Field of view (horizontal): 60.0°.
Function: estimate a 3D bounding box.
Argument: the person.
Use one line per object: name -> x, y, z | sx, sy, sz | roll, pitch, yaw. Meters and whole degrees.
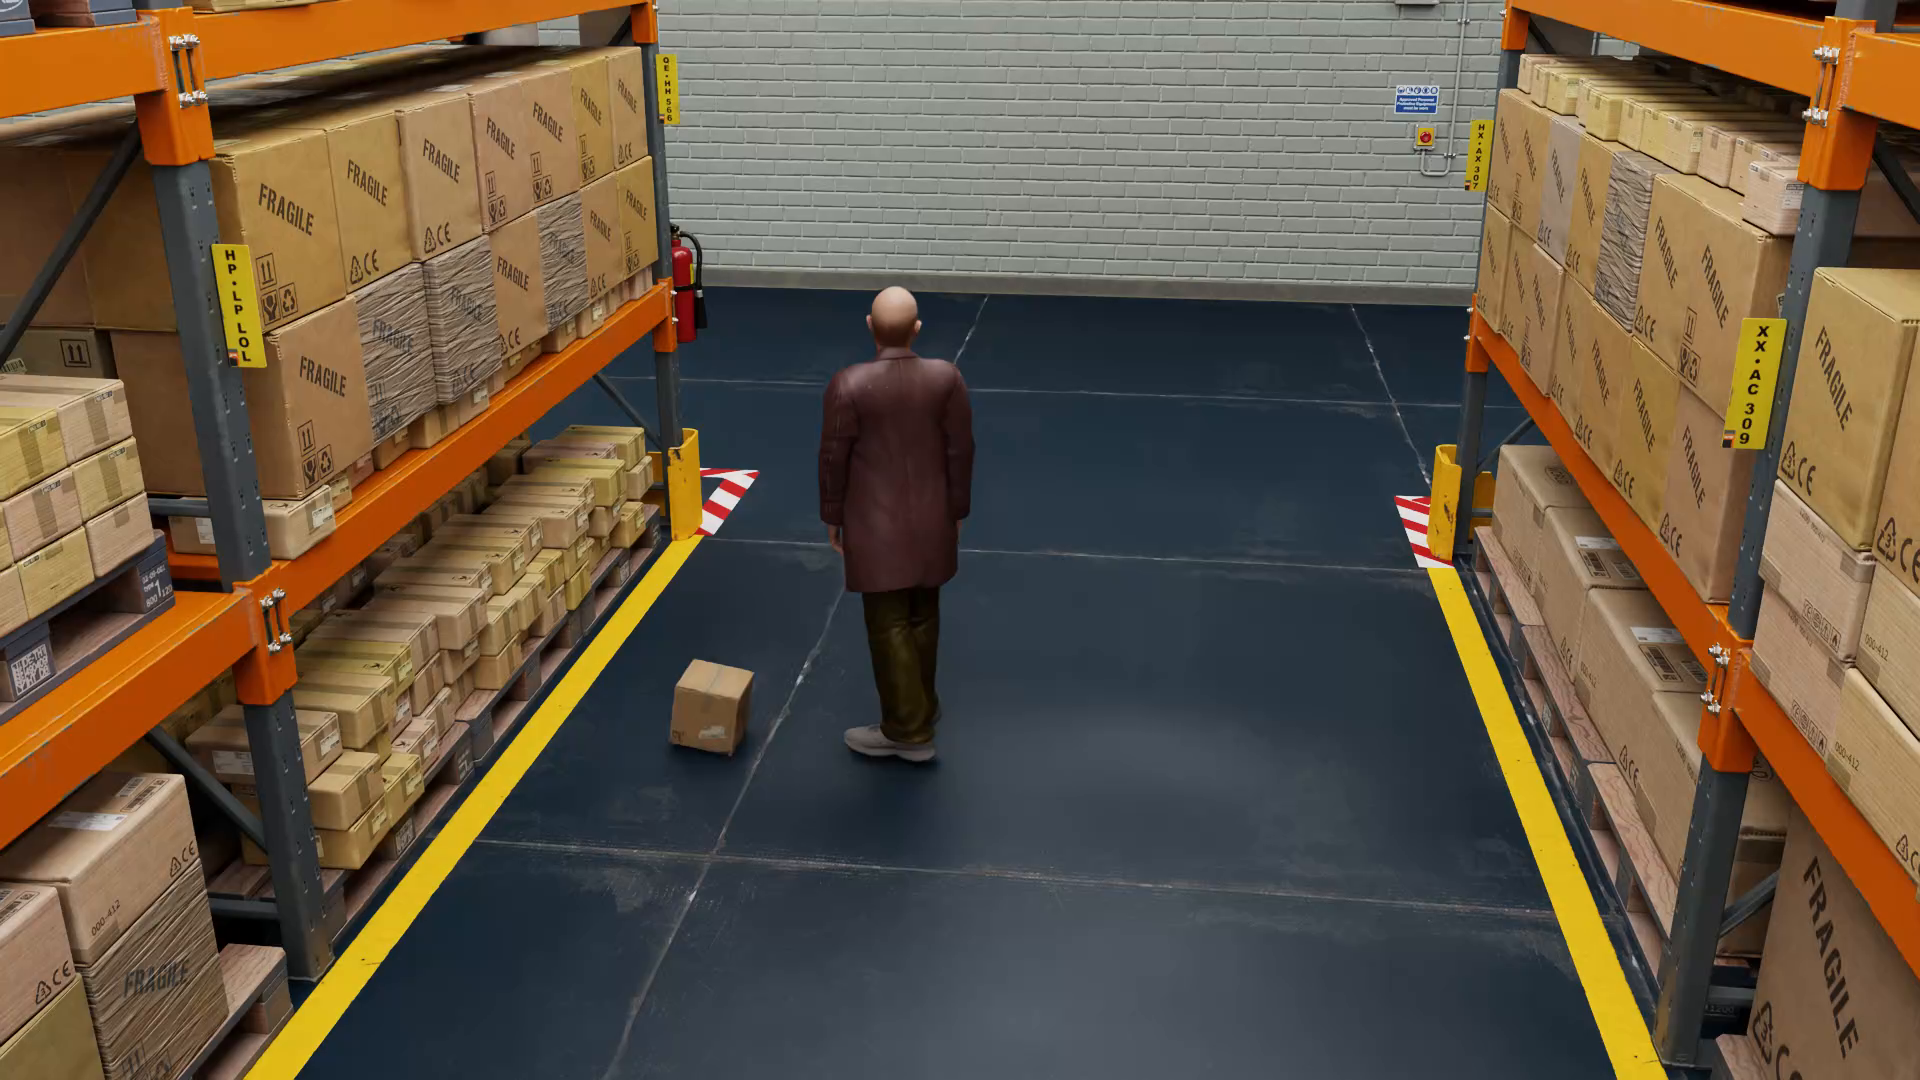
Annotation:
person -> -0.233, -0.052, 6.205 | 0.574, 1.787, 0.544 | -8, 22, -21
